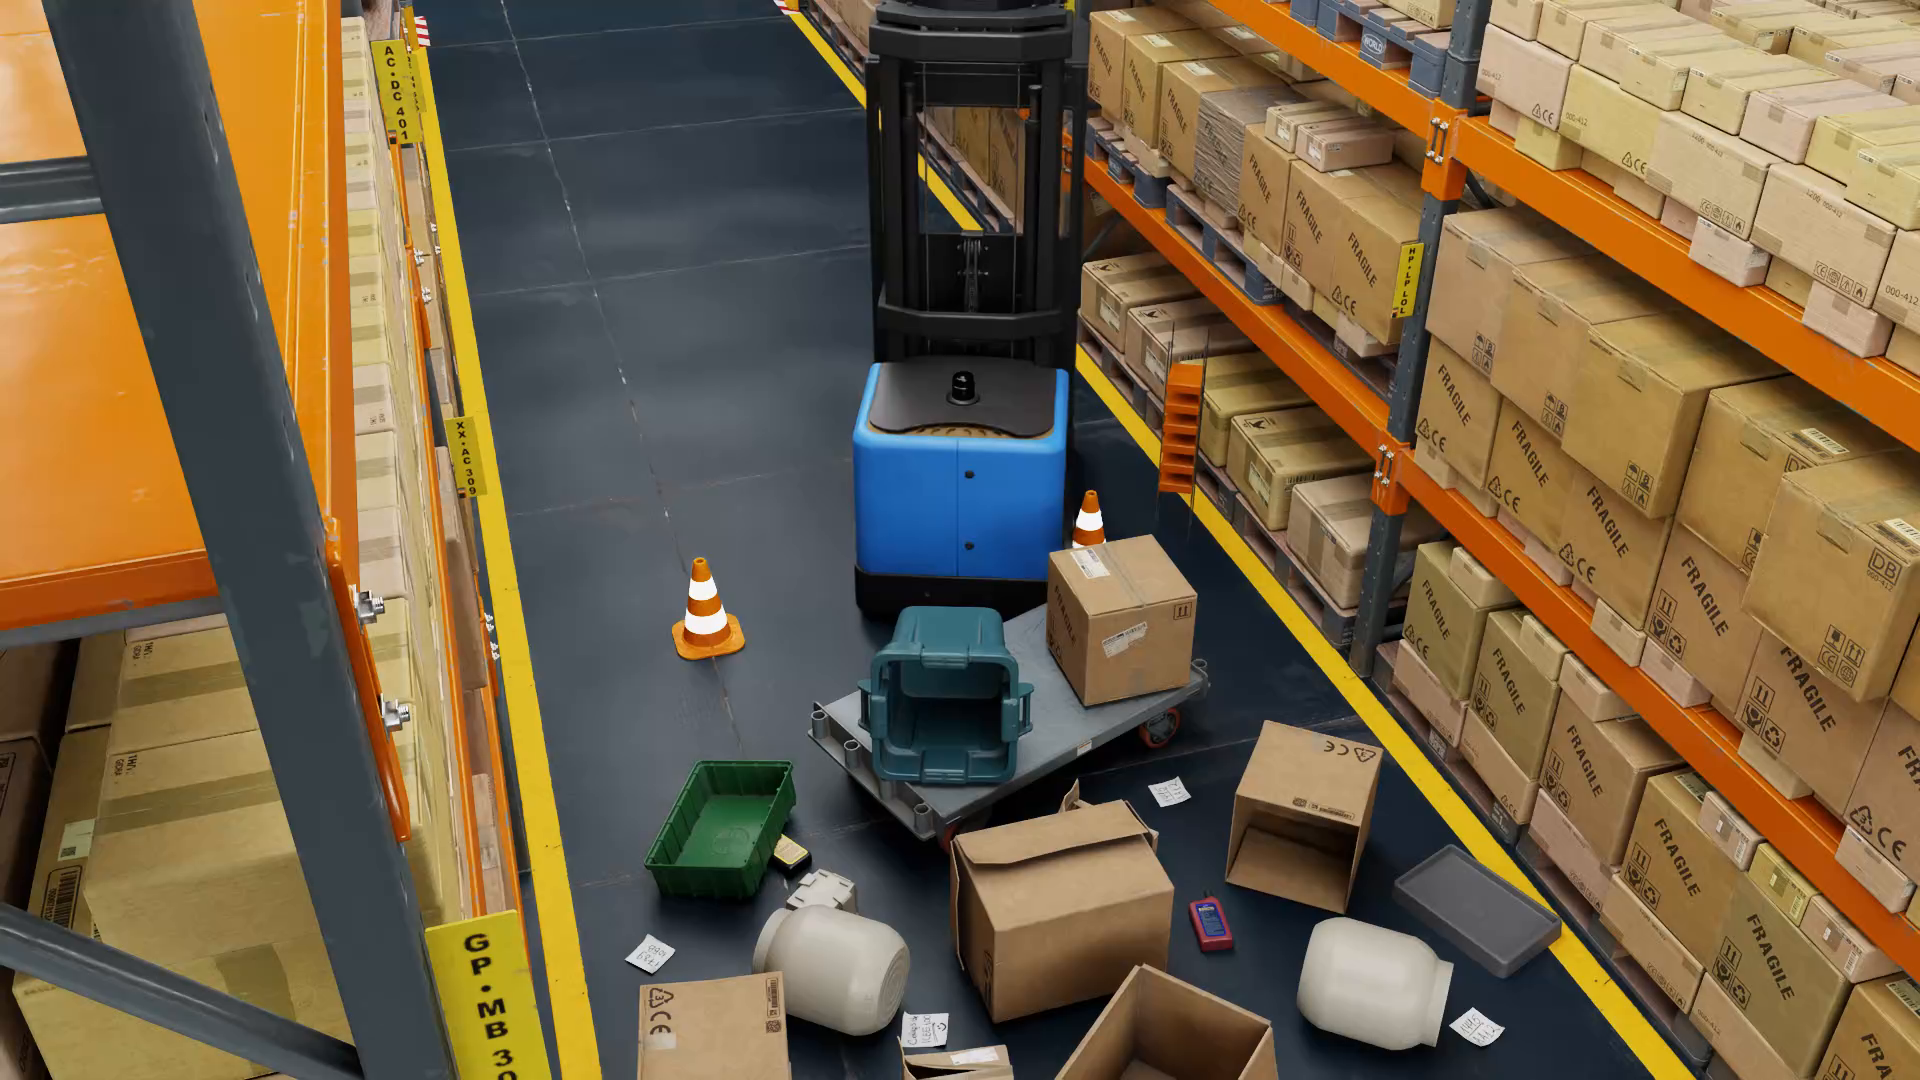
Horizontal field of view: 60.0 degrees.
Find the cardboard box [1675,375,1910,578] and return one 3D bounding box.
[{"bbox_3d":[2.829,-0.208,5.396,0.700,0.500,0.500,-10,35,-15],"label":"cardboard box"}]

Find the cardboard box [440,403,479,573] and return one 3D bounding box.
[{"bbox_3d":[-2.194,-0.169,6.513,0.500,0.500,0.500,-10,35,-14],"label":"cardboard box"}]

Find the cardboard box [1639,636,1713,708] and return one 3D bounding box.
[{"bbox_3d":[2.668,0.434,5.920,0.380,0.149,0.250,-10,35,-15],"label":"cardboard box"}]

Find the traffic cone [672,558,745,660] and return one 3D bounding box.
[{"bbox_3d":[-1.261,0.295,8.204,0.336,0.463,0.334,-10,35,-15],"label":"traffic cone"}]

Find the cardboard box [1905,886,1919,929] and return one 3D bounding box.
[{"bbox_3d":[3.055,1.101,4.911,0.380,0.149,0.250,-11,35,-16],"label":"cardboard box"}]

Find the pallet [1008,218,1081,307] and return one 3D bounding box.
[{"bbox_3d":[1.004,-2.055,11.987,1.003,0.211,1.213,-10,35,-15],"label":"pallet"}]

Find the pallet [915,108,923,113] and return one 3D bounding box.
[{"bbox_3d":[-0.205,-4.140,15.144,1.003,0.211,1.213,-10,35,-15],"label":"pallet"}]

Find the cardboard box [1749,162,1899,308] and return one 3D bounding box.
[{"bbox_3d":[2.729,-0.928,4.899,0.500,0.250,0.500,-10,35,-14],"label":"cardboard box"}]

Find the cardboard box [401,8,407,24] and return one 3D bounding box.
[{"bbox_3d":[-5.326,-4.849,15.352,0.380,0.149,0.250,-11,35,-16],"label":"cardboard box"}]

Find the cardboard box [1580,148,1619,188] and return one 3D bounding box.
[{"bbox_3d":[2.462,-1.375,5.936,0.380,0.149,0.250,-10,35,-15],"label":"cardboard box"}]

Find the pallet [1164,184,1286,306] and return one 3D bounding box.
[{"bbox_3d":[1.816,-1.679,9.063,1.003,0.211,1.213,-10,35,-15],"label":"pallet"}]

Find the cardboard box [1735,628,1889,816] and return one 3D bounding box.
[{"bbox_3d":[2.888,0.477,5.266,0.500,0.500,0.500,-10,35,-15],"label":"cardboard box"}]

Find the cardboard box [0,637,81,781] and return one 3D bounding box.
[{"bbox_3d":[-1.637,0.292,2.581,0.500,0.250,0.500,-10,35,-15],"label":"cardboard box"}]

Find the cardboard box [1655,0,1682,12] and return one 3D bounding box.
[{"bbox_3d":[2.698,-2.041,6.221,0.380,0.149,0.250,-9,35,-14],"label":"cardboard box"}]

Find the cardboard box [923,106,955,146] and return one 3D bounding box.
[{"bbox_3d":[0.218,-3.868,13.749,0.875,0.875,0.875,-9,34,-13],"label":"cardboard box"}]

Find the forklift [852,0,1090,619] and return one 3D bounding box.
[{"bbox_3d":[0.100,-1.608,8.845,1.130,2.935,3.031,2,34,4],"label":"forklift"}]

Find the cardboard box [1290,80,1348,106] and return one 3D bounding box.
[{"bbox_3d":[2.065,-2.119,8.814,0.500,0.500,0.500,-11,35,-17],"label":"cardboard box"}]

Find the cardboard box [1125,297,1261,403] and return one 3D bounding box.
[{"bbox_3d":[1.568,-1.186,10.146,0.950,0.372,0.625,-11,35,-16],"label":"cardboard box"}]

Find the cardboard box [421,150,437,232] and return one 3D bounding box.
[{"bbox_3d":[-4.109,-2.523,12.053,0.500,0.500,0.500,-11,35,-16],"label":"cardboard box"}]

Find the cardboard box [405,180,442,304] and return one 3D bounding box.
[{"bbox_3d":[-2.967,-1.494,8.519,0.500,0.500,0.500,-10,35,-15],"label":"cardboard box"}]

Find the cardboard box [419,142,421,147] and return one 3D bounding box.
[{"bbox_3d":[-4.119,-2.831,11.838,0.500,0.250,0.500,-8,34,-12],"label":"cardboard box"}]

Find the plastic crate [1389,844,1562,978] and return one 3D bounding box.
[{"bbox_3d":[2.091,1.489,6.744,0.402,0.080,0.583,-23,40,-31],"label":"plastic crate"}]

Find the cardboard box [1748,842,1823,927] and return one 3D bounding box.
[{"bbox_3d":[2.871,1.107,5.519,0.380,0.149,0.250,-9,35,-14],"label":"cardboard box"}]

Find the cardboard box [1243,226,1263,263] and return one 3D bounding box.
[{"bbox_3d":[1.676,-1.523,8.501,0.380,0.149,0.250,-10,35,-15],"label":"cardboard box"}]

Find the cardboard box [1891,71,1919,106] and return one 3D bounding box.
[{"bbox_3d":[3.157,-1.371,5.207,0.380,0.149,0.250,-10,35,-14],"label":"cardboard box"}]

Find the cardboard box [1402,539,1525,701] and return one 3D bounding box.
[{"bbox_3d":[2.316,0.323,7.293,0.500,0.500,0.500,-8,34,-12],"label":"cardboard box"}]

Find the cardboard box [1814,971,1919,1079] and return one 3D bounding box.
[{"bbox_3d":[3.120,1.691,5.222,0.500,0.500,0.500,-10,35,-14],"label":"cardboard box"}]

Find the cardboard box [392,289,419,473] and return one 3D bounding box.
[{"bbox_3d":[-1.436,-0.327,3.517,0.500,0.250,0.500,-10,35,-15],"label":"cardboard box"}]

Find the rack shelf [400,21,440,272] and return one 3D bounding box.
[{"bbox_3d":[-4.121,-2.656,11.020,1.077,0.370,4.000,-10,35,-15],"label":"rack shelf"}]

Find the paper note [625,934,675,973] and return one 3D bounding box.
[{"bbox_3d":[-1.223,1.633,6.569,0.142,0.020,0.147,19,38,26],"label":"paper note"}]

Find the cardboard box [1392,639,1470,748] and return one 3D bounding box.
[{"bbox_3d":[2.316,0.636,7.499,0.500,0.250,0.500,-12,35,-17],"label":"cardboard box"}]

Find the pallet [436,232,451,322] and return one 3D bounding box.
[{"bbox_3d":[-4.116,-1.792,11.591,1.003,0.211,1.213,-10,35,-15],"label":"pallet"}]

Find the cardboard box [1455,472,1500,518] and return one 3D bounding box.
[{"bbox_3d":[2.310,-0.243,6.945,0.380,0.149,0.250,-9,35,-13],"label":"cardboard box"}]

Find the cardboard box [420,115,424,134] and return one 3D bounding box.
[{"bbox_3d":[-4.617,-3.377,13.664,0.380,0.149,0.250,-9,35,-13],"label":"cardboard box"}]

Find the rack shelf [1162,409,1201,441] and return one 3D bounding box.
[{"bbox_3d":[1.173,-0.619,8.781,0.180,0.103,0.258,7,34,10],"label":"rack shelf"}]

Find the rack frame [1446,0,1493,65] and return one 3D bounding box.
[{"bbox_3d":[2.393,-3.194,5.741,1.000,3.000,0.127,-10,35,-15],"label":"rack frame"}]

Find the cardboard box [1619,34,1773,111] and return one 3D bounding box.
[{"bbox_3d":[2.412,-1.536,5.457,0.380,0.149,0.250,-10,35,-15],"label":"cardboard box"}]

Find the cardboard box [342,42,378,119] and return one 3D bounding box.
[{"bbox_3d":[-1.798,-1.231,4.523,0.380,0.149,0.250,-10,35,-15],"label":"cardboard box"}]

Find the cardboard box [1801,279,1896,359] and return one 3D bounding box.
[{"bbox_3d":[2.727,-0.677,4.880,0.380,0.149,0.250,-10,35,-15],"label":"cardboard box"}]

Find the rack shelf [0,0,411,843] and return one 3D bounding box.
[{"bbox_3d":[-1.680,-0.792,3.120,1.077,0.370,4.000,-10,35,-15],"label":"rack shelf"}]

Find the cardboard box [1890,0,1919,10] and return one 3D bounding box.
[{"bbox_3d":[6.398,-3.539,11.025,0.380,0.149,0.250,-10,35,-15],"label":"cardboard box"}]

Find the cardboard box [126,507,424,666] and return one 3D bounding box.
[{"bbox_3d":[-1.023,0.103,2.504,0.380,0.149,0.250,-10,35,-15],"label":"cardboard box"}]

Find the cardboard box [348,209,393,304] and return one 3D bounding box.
[{"bbox_3d":[-1.412,-0.566,3.518,0.380,0.149,0.250,-10,35,-14],"label":"cardboard box"}]

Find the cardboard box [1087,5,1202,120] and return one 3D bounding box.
[{"bbox_3d":[1.090,-2.857,9.931,0.500,0.500,0.500,-11,35,-16],"label":"cardboard box"}]

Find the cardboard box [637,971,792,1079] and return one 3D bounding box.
[{"bbox_3d":[-0.839,1.879,5.771,0.500,0.500,0.500,-4,34,-6],"label":"cardboard box"}]

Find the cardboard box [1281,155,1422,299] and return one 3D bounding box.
[{"bbox_3d":[1.881,-1.496,7.872,0.500,0.500,0.500,-10,35,-14],"label":"cardboard box"}]

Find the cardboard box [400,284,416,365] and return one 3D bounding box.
[{"bbox_3d":[-1.565,-0.499,4.139,0.380,0.149,0.250,-9,35,-14],"label":"cardboard box"}]

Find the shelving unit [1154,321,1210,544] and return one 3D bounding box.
[{"bbox_3d":[1.173,-0.556,8.823,0.189,1.200,0.258,7,34,10],"label":"shelving unit"}]

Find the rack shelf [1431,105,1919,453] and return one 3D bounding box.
[{"bbox_3d":[3.003,-0.593,5.177,1.077,0.370,4.000,-10,35,-15],"label":"rack shelf"}]

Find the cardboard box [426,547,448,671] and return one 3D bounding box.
[{"bbox_3d":[-1.178,0.167,3.132,0.380,0.149,0.250,-10,35,-15],"label":"cardboard box"}]

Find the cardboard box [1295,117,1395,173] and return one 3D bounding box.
[{"bbox_3d":[1.814,-1.867,7.844,0.380,0.149,0.250,-11,35,-16],"label":"cardboard box"}]

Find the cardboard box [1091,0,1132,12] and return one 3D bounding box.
[{"bbox_3d":[0.766,-3.478,10.614,0.500,0.500,0.500,-11,35,-16],"label":"cardboard box"}]

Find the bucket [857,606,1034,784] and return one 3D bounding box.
[{"bbox_3d":[-0.053,0.610,7.017,0.726,0.611,0.620,1,23,2],"label":"bucket"}]

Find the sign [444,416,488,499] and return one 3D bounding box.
[{"bbox_3d":[-1.762,-0.294,5.937,0.100,0.325,0.005,-10,35,-15],"label":"sign"}]

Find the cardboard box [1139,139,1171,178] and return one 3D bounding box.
[{"bbox_3d":[1.253,-2.206,9.535,0.380,0.149,0.250,-10,35,-14],"label":"cardboard box"}]

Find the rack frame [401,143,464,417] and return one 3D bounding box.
[{"bbox_3d":[-3.510,-1.906,9.233,1.000,3.000,0.127,-10,35,-15],"label":"rack frame"}]
